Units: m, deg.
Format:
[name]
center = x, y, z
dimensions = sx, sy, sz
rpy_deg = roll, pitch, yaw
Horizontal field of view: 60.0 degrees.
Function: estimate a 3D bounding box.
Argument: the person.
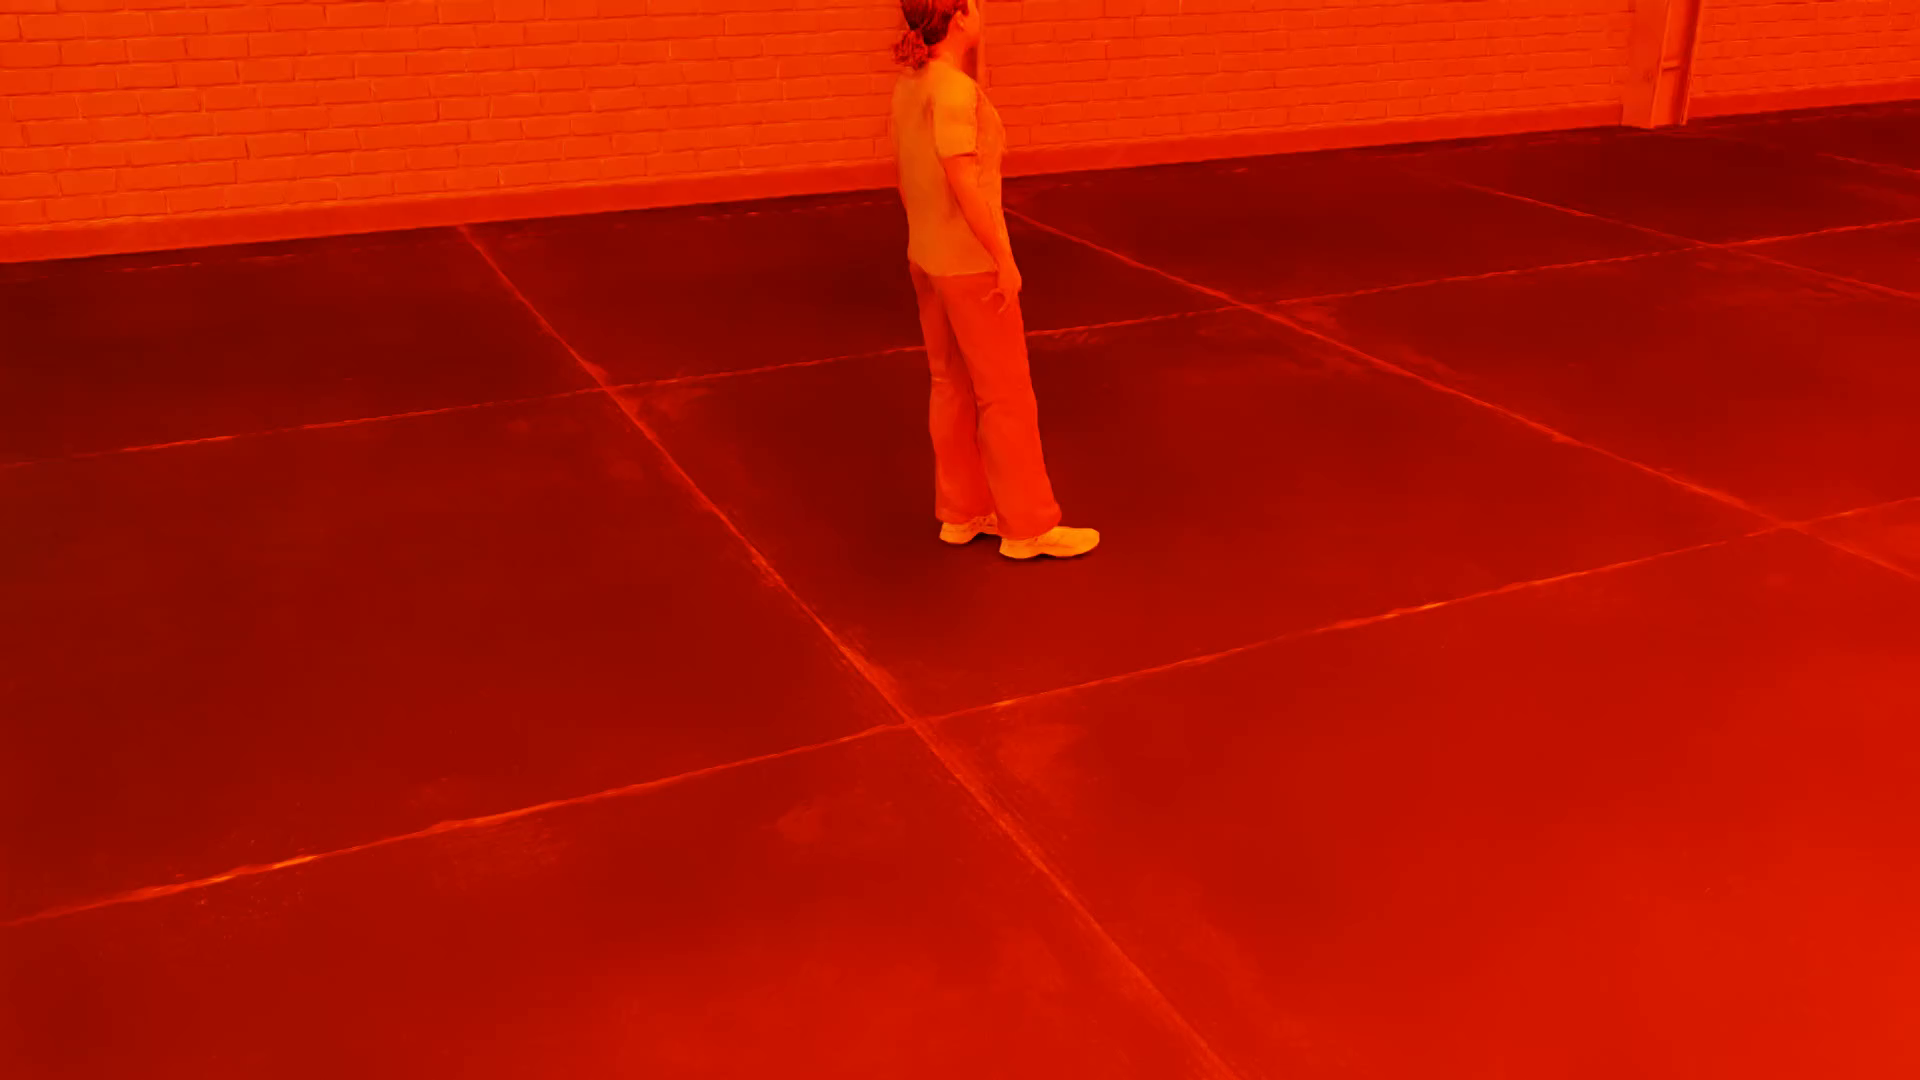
[person]
center = 0.072, -0.788, 4.802
dimensions = 0.548, 1.674, 0.554
rpy_deg = -10, 25, -23
